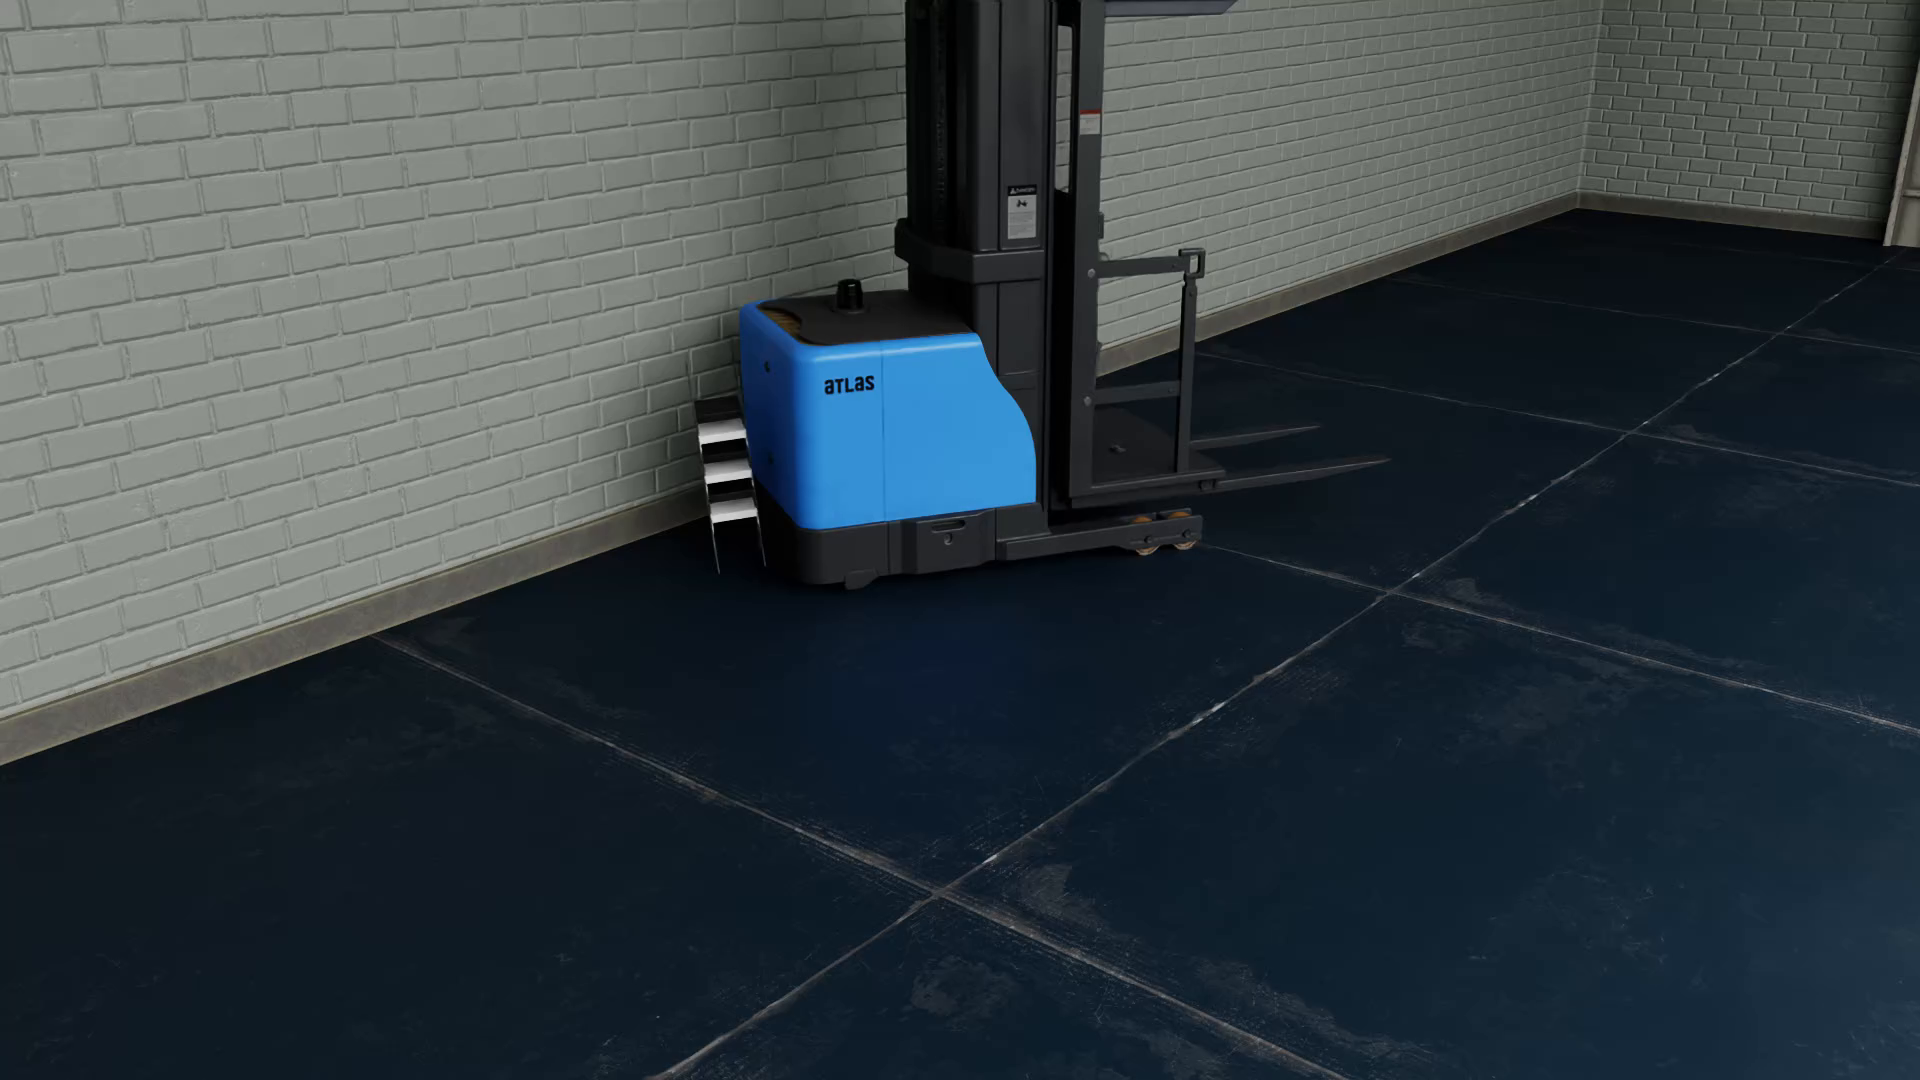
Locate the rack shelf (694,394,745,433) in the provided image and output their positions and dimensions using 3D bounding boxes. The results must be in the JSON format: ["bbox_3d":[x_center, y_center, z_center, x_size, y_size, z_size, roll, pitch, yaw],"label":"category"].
[{"bbox_3d":[-1.040,-0.546,7.152,0.200,0.077,0.258,-9,22,-9],"label":"rack shelf"}]

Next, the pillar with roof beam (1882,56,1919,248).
[{"bbox_3d":[5.552,-5.594,9.750,0.400,9.000,9.100,16,26,36],"label":"pillar with roof beam"}]

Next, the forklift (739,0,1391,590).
[{"bbox_3d":[0.565,-1.471,7.415,3.031,2.935,1.130,-8,22,-20],"label":"forklift"}]

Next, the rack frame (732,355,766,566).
[{"bbox_3d":[-0.920,-0.343,7.256,0.006,0.900,0.240,-9,22,-9],"label":"rack frame"}]

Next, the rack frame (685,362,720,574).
[{"bbox_3d":[-1.118,-0.311,7.222,0.006,0.900,0.240,-9,22,-9],"label":"rack frame"}]

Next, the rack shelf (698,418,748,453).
[{"bbox_3d":[-1.032,-0.463,7.185,0.200,0.077,0.258,-9,22,-9],"label":"rack shelf"}]

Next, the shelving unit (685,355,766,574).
[{"bbox_3d":[-1.019,-0.327,7.239,0.210,0.900,0.258,-9,22,-9],"label":"shelving unit"}]

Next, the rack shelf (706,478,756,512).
[{"bbox_3d":[-1.009,-0.213,7.284,0.200,0.077,0.258,-9,22,-9],"label":"rack shelf"}]

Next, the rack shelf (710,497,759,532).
[{"bbox_3d":[-1.001,-0.130,7.318,0.200,0.077,0.258,-9,22,-9],"label":"rack shelf"}]

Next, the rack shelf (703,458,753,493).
[{"bbox_3d":[-1.016,-0.297,7.251,0.200,0.077,0.258,-9,22,-9],"label":"rack shelf"}]

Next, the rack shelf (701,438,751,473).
[{"bbox_3d":[-1.024,-0.380,7.218,0.200,0.077,0.258,-9,22,-9],"label":"rack shelf"}]
